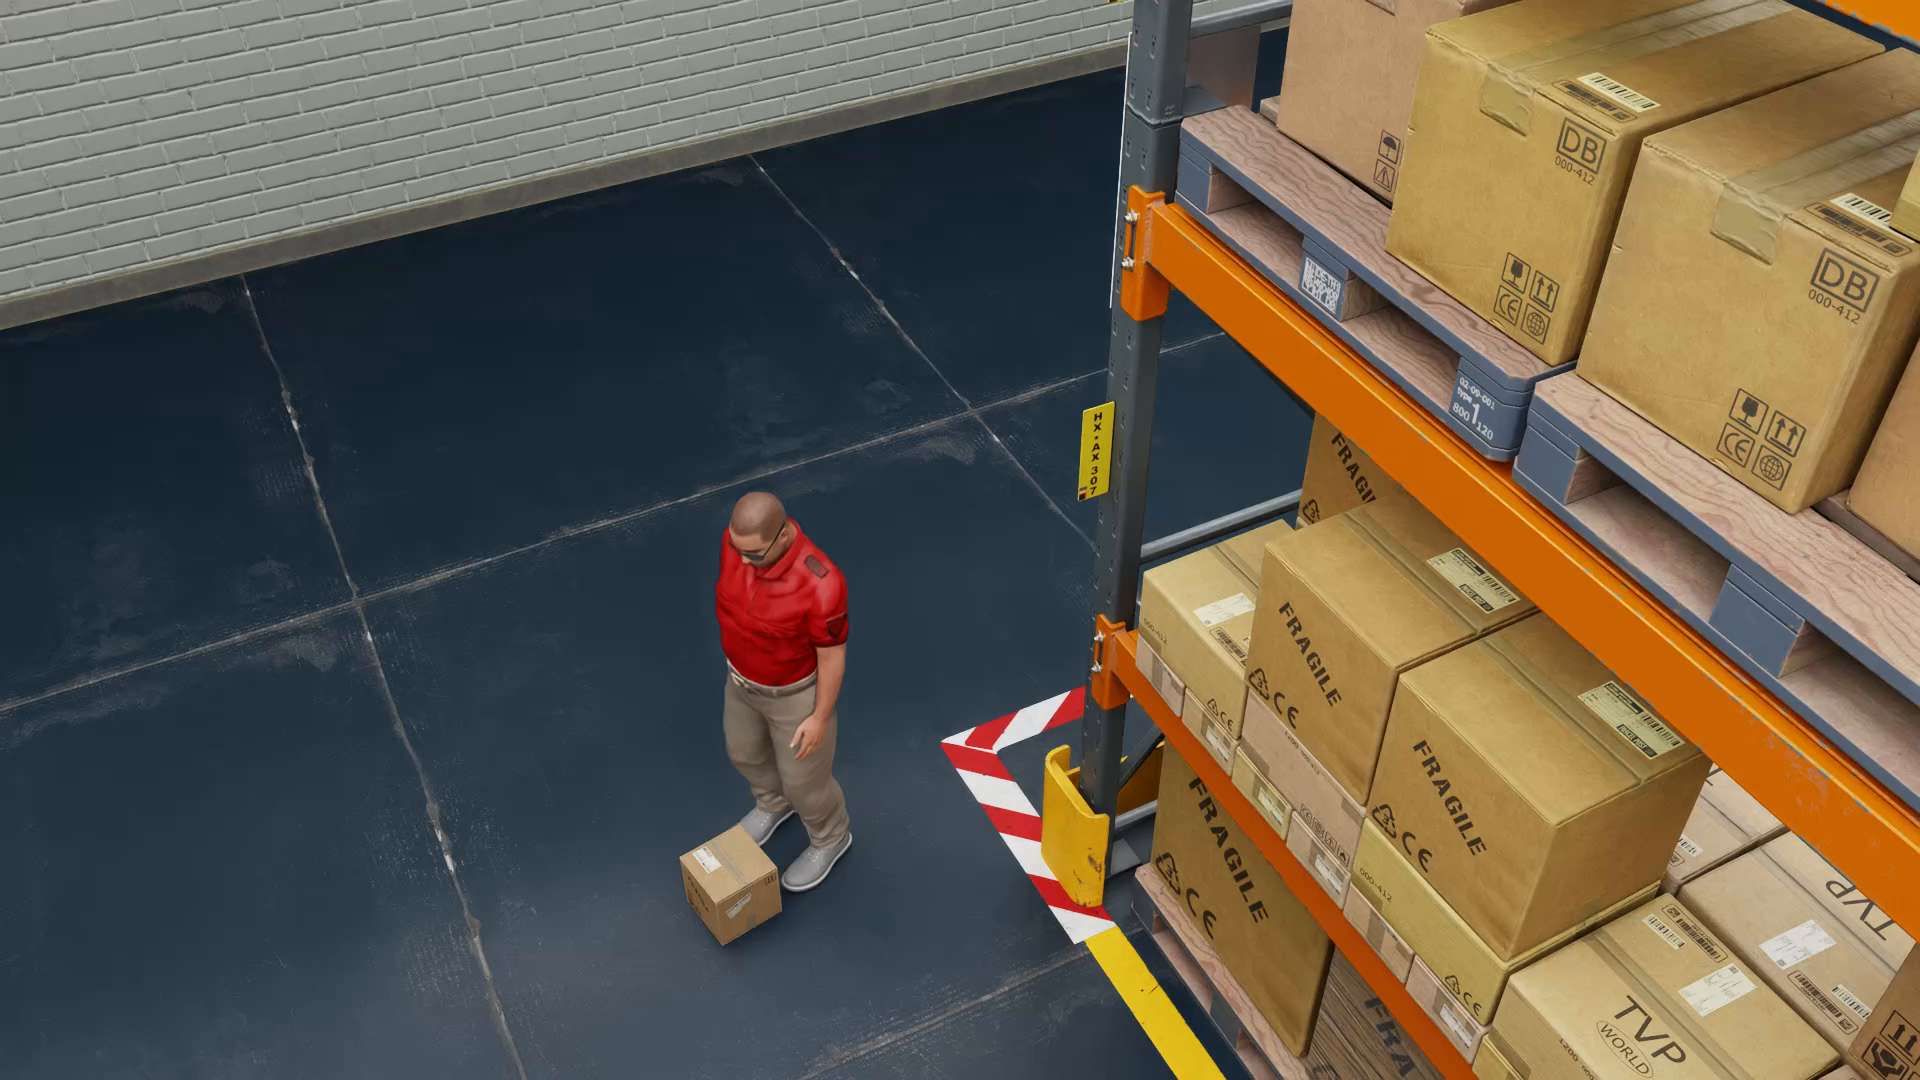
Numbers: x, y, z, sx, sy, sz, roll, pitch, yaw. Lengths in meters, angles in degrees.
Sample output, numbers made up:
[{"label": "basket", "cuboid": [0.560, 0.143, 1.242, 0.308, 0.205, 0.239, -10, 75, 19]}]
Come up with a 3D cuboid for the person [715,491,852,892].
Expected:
[{"label": "person", "cuboid": [-0.594, 0.497, 5.619, 0.538, 1.712, 0.366, 30, 49, 30]}]
